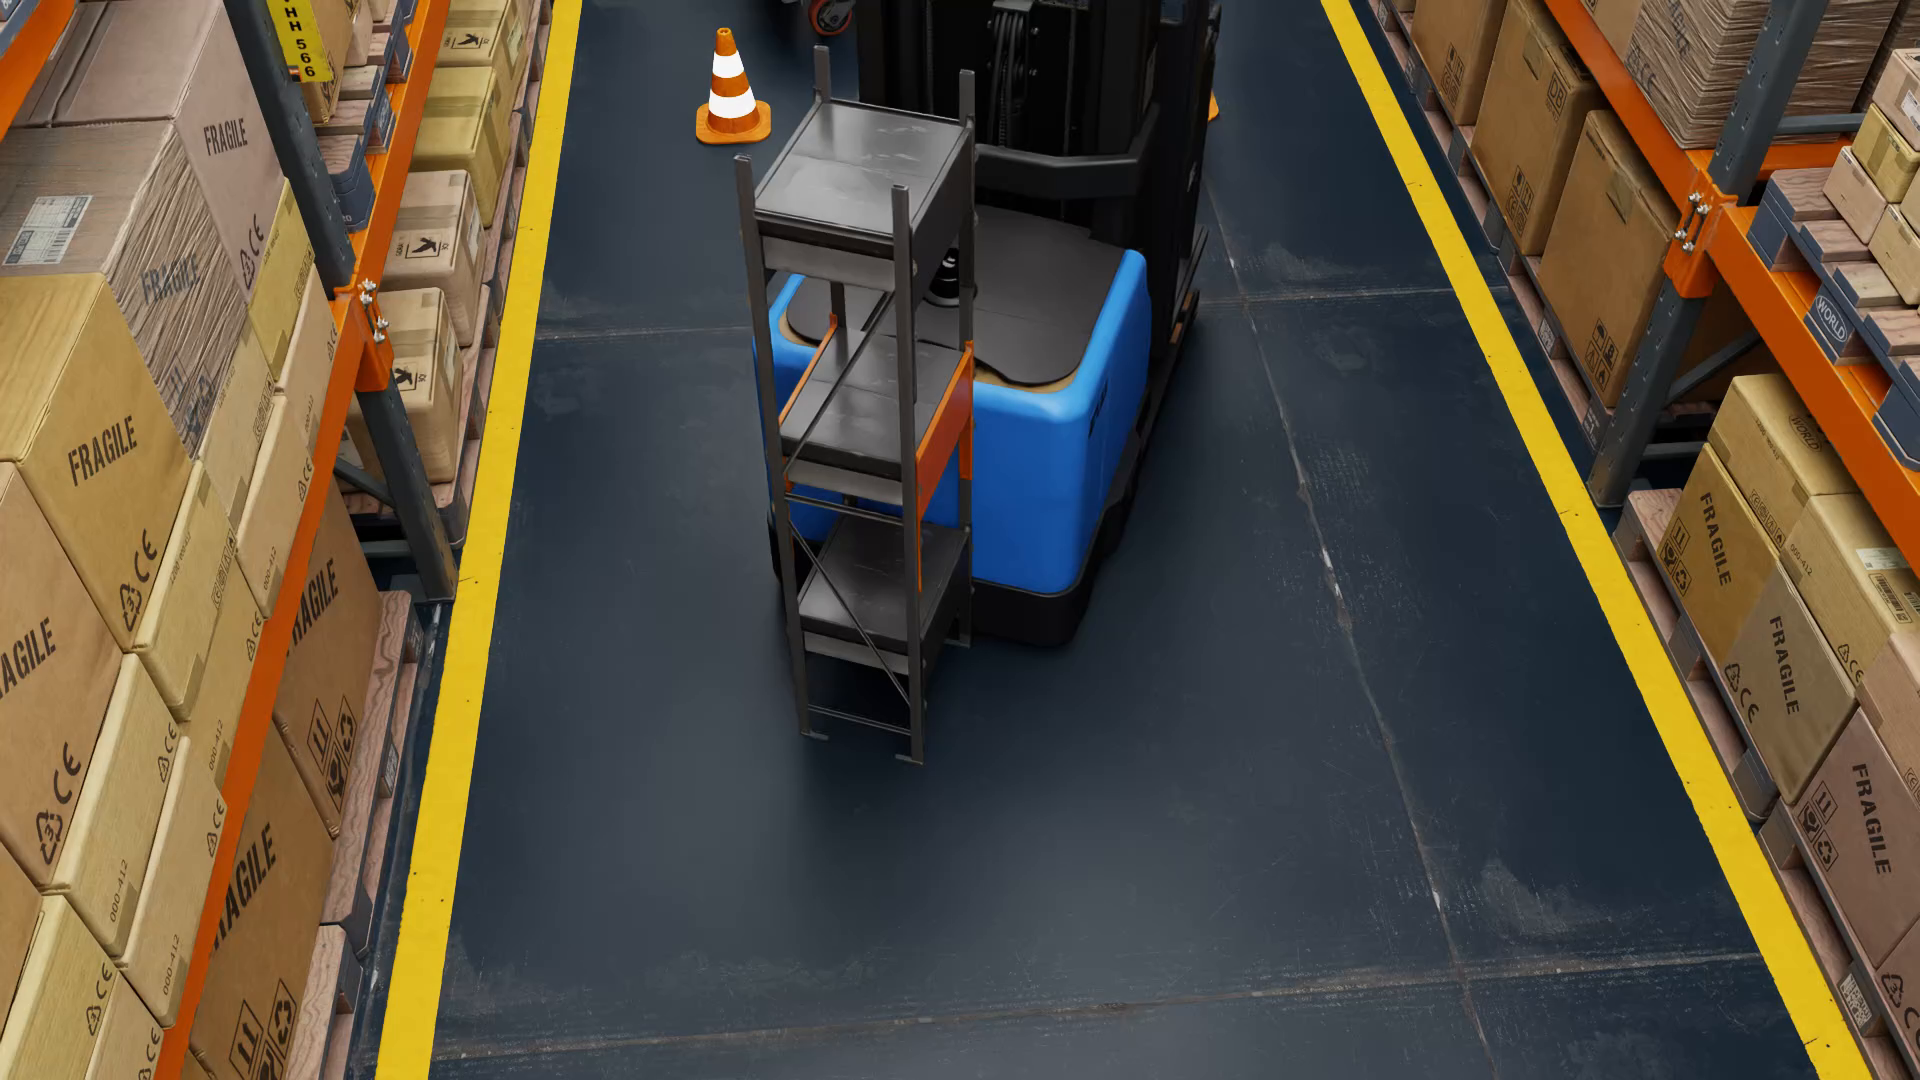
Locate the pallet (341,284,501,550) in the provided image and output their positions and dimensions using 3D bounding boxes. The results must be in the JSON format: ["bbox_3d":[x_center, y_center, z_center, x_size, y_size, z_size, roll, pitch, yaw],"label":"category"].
[{"bbox_3d":[-2.254,-0.445,6.026,1.003,0.211,1.213,-3,47,-3],"label":"pallet"}]

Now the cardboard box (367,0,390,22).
[{"bbox_3d":[-2.001,-1.751,5.226,0.380,0.149,0.250,-3,47,-3],"label":"cardboard box"}]

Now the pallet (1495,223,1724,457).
[{"bbox_3d":[2.744,-0.829,6.390,1.003,0.211,1.213,-3,47,-3],"label":"pallet"}]

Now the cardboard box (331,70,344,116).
[{"bbox_3d":[-2.022,-1.350,4.846,0.380,0.149,0.250,-6,47,-6],"label":"cardboard box"}]

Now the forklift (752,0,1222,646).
[{"bbox_3d":[0.301,-1.761,5.399,1.130,2.935,3.031,13,48,12],"label":"forklift"}]

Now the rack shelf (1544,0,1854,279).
[{"bbox_3d":[2.567,-2.412,6.464,1.077,0.370,4.000,-3,47,-3],"label":"rack shelf"}]

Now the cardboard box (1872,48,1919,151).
[{"bbox_3d":[2.580,-1.126,4.224,0.380,0.149,0.250,-3,47,-3],"label":"cardboard box"}]

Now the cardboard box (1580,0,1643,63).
[{"bbox_3d":[2.389,-1.918,5.431,0.500,0.500,0.500,-3,47,-3],"label":"cardboard box"}]

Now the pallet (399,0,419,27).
[{"bbox_3d":[-2.396,-2.202,5.902,1.003,0.211,1.213,-3,47,-3],"label":"pallet"}]

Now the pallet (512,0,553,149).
[{"bbox_3d":[-2.458,-2.211,7.698,1.003,0.211,1.213,-3,47,-3],"label":"pallet"}]

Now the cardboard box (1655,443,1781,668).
[{"bbox_3d":[2.540,0.030,5.088,0.500,0.500,0.500,-5,47,-5],"label":"cardboard box"}]

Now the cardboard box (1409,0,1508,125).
[{"bbox_3d":[2.618,-2.336,7.156,1.050,0.750,0.750,-3,47,-3],"label":"cardboard box"}]

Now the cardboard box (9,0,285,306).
[{"bbox_3d":[-1.886,-0.859,3.740,0.500,0.500,0.500,-5,47,-4],"label":"cardboard box"}]

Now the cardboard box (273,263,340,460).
[{"bbox_3d":[-1.889,-0.437,4.201,0.500,0.250,0.500,-5,47,-5],"label":"cardboard box"}]

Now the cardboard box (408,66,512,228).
[{"bbox_3d":[-2.355,-1.571,6.693,0.950,0.372,0.625,-2,47,-2],"label":"cardboard box"}]

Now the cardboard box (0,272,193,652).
[{"bbox_3d":[-1.800,-0.128,3.048,0.500,0.500,0.500,-3,47,-3],"label":"cardboard box"}]

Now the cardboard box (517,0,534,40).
[{"bbox_3d":[-2.478,-2.594,7.662,0.950,0.372,0.625,-3,47,-3],"label":"cardboard box"}]

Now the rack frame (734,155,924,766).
[{"bbox_3d":[-0.304,-0.077,4.377,0.400,2.100,0.015,13,48,12],"label":"rack frame"}]

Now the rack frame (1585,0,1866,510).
[{"bbox_3d":[2.734,-1.213,4.833,1.000,3.000,0.127,-3,47,-3],"label":"rack frame"}]

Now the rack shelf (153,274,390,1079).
[{"bbox_3d":[-2.022,0.856,3.369,1.077,0.370,4.000,-3,47,-3],"label":"rack shelf"}]

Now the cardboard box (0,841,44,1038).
[{"bbox_3d":[-1.715,0.612,2.347,0.500,0.500,0.500,-5,47,-4],"label":"cardboard box"}]

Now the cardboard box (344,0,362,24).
[{"bbox_3d":[-2.047,-1.836,4.860,0.500,0.500,0.500,-1,47,-1],"label":"cardboard box"}]

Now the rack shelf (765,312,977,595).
[{"bbox_3d":[-0.231,-0.237,4.547,0.431,0.518,0.480,13,48,12],"label":"rack shelf"}]

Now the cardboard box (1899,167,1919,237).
[{"bbox_3d":[2.600,-0.815,4.135,0.380,0.149,0.250,-1,47,-1],"label":"cardboard box"}]

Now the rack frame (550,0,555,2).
[{"bbox_3d":[-2.525,-3.733,7.219,1.000,3.000,0.127,-3,47,-3],"label":"rack frame"}]

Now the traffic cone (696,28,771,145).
[{"bbox_3d":[-1.026,-2.048,7.371,0.336,0.463,0.334,-3,47,-3],"label":"traffic cone"}]

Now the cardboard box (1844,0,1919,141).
[{"bbox_3d":[2.966,-1.588,5.119,0.500,0.500,0.500,-3,47,-3],"label":"cardboard box"}]

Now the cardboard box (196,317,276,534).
[{"bbox_3d":[-1.849,-0.253,3.683,0.500,0.250,0.500,-5,47,-4],"label":"cardboard box"}]

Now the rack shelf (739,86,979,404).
[{"bbox_3d":[-0.231,-0.718,4.039,0.431,0.518,0.480,13,48,12],"label":"rack shelf"}]

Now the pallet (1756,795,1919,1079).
[{"bbox_3d":[2.897,1.192,4.475,1.003,0.211,1.213,-3,47,-3],"label":"pallet"}]

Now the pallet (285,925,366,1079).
[{"bbox_3d":[-2.100,1.576,4.112,1.003,0.211,1.213,-3,47,-3],"label":"pallet"}]

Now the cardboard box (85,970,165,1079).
[{"bbox_3d":[-1.700,1.026,2.815,0.500,0.250,0.500,-4,47,-4],"label":"cardboard box"}]

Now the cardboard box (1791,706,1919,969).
[{"bbox_3d":[2.633,0.764,4.393,0.500,0.500,0.500,-5,47,-4],"label":"cardboard box"}]

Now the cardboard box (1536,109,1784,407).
[{"bbox_3d":[2.773,-1.030,5.919,1.050,0.750,0.750,-4,47,-4],"label":"cardboard box"}]

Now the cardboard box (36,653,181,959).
[{"bbox_3d":[-1.742,0.491,2.978,0.500,0.250,0.500,-5,47,-4],"label":"cardboard box"}]

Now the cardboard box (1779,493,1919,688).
[{"bbox_3d":[2.593,0.125,4.482,0.500,0.250,0.500,-4,47,-4],"label":"cardboard box"}]

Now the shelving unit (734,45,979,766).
[{"bbox_3d":[-0.231,-0.246,4.537,0.431,2.100,0.503,13,48,12],"label":"shelving unit"}]

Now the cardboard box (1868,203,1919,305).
[{"bbox_3d":[2.593,-0.741,4.269,0.380,0.149,0.250,-1,47,-1],"label":"cardboard box"}]

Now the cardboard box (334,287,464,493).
[{"bbox_3d":[-2.227,-0.489,5.668,0.950,0.372,0.625,-6,47,-6],"label":"cardboard box"}]

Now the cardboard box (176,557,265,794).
[{"bbox_3d":[-1.804,0.297,3.506,0.500,0.250,0.500,-4,47,-4],"label":"cardboard box"}]

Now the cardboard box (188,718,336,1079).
[{"bbox_3d":[-2.144,0.898,4.008,0.875,0.875,0.875,-3,47,-3],"label":"cardboard box"}]

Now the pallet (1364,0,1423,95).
[{"bbox_3d":[2.539,-2.594,8.062,1.003,0.211,1.213,-3,47,-3],"label":"pallet"}]
